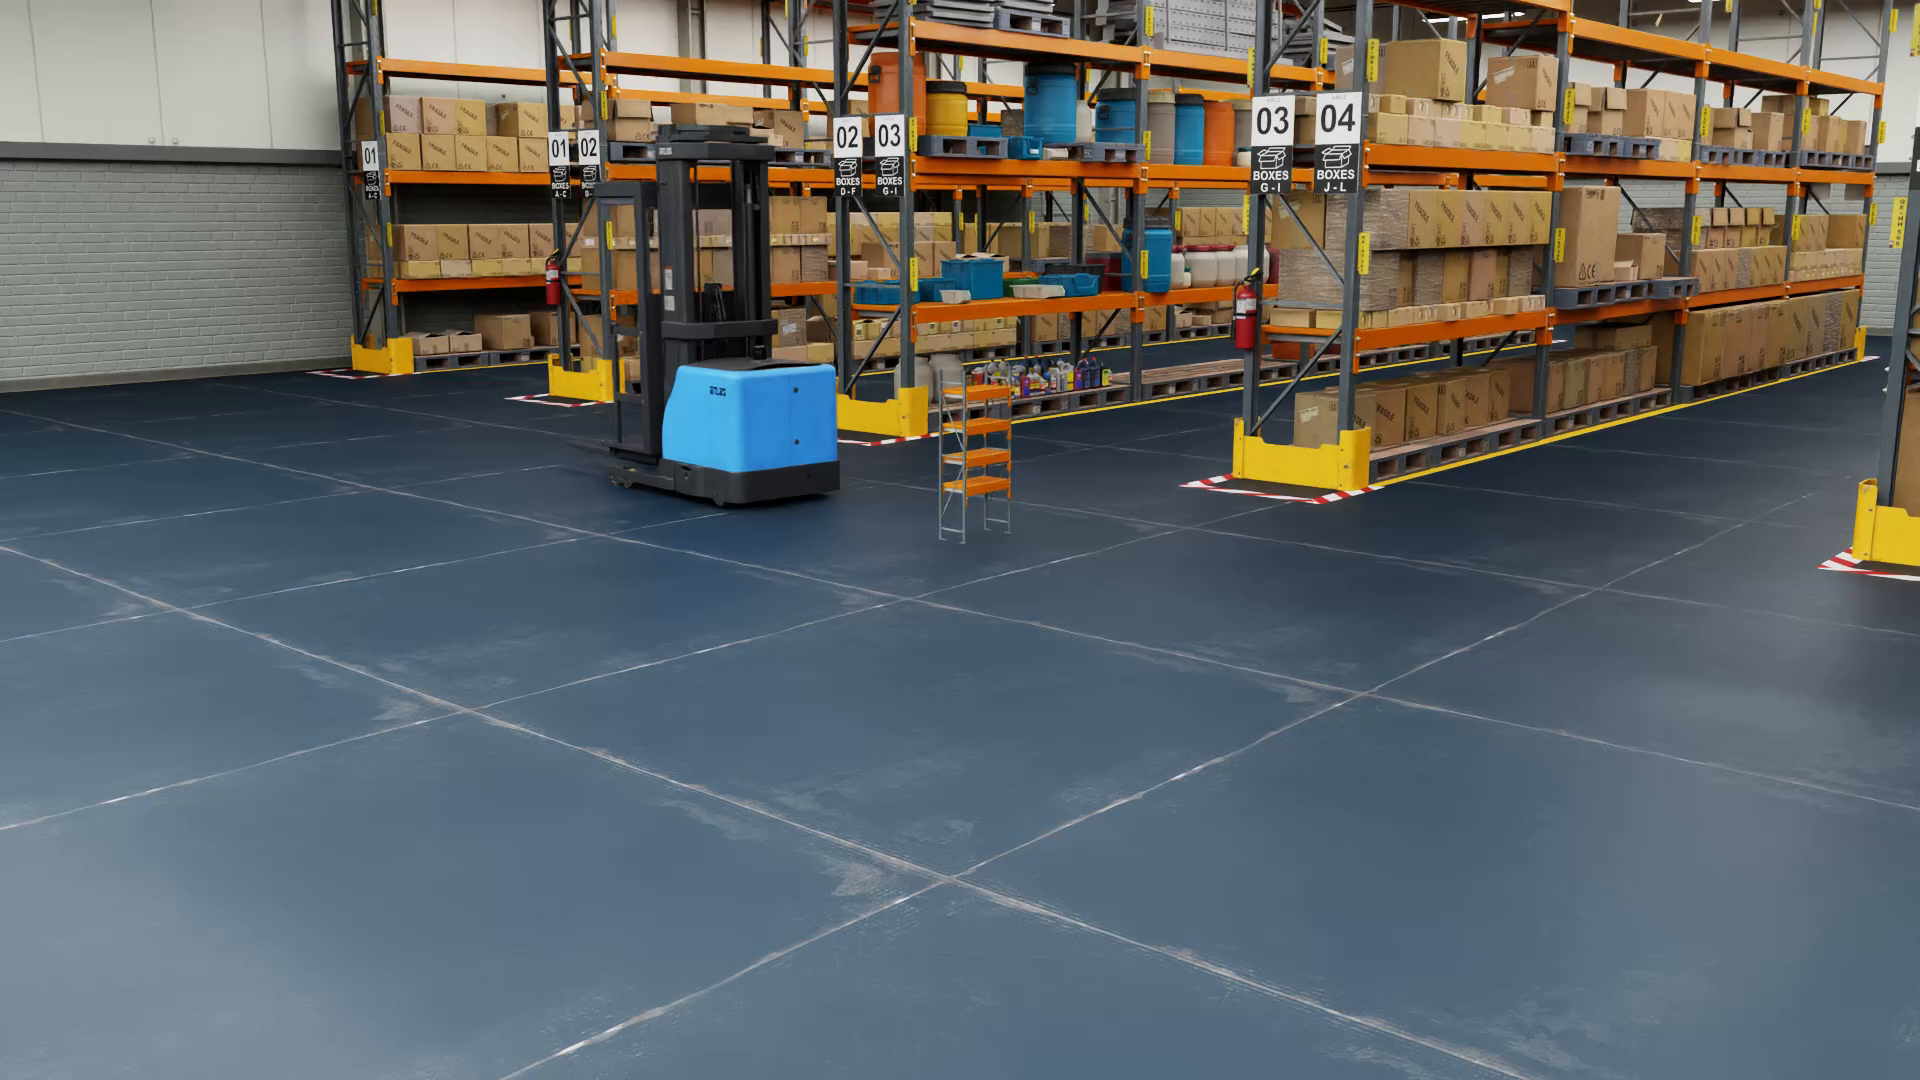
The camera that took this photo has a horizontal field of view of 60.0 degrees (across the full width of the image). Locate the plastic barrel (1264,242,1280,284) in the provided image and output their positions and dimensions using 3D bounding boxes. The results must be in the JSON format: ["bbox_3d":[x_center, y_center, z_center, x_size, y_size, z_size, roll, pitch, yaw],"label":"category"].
[{"bbox_3d":[4.329,-3.736,22.409,0.600,0.536,0.708,10,15,40],"label":"plastic barrel"}]

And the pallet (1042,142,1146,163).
[{"bbox_3d":[1.364,-4.448,19.144,1.213,0.211,1.003,10,15,40],"label":"pallet"}]

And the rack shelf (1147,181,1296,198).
[{"bbox_3d":[4.650,-6.418,30.366,1.077,0.370,4.000,10,15,40],"label":"rack shelf"}]

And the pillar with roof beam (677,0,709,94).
[{"bbox_3d":[-1.308,-7.363,25.602,9.100,9.000,0.400,10,15,40],"label":"pillar with roof beam"}]

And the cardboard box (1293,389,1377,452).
[{"bbox_3d":[3.272,-1.029,14.514,0.500,0.500,0.500,-9,14,-37],"label":"cardboard box"}]

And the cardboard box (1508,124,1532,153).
[{"bbox_3d":[5.030,-3.769,15.646,0.500,0.250,0.500,10,15,42],"label":"cardboard box"}]

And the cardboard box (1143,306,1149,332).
[{"bbox_3d":[2.887,-3.815,28.410,0.500,0.500,0.500,10,15,41],"label":"cardboard box"}]

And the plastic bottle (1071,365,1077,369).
[{"bbox_3d":[1.304,-1.923,19.513,0.152,0.276,0.135,10,15,40],"label":"plastic bottle"}]

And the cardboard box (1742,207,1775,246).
[{"bbox_3d":[10.353,-4.171,22.117,0.797,0.503,0.637,9,15,39],"label":"cardboard box"}]

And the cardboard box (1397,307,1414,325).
[{"bbox_3d":[3.720,-1.956,14.485,0.380,0.149,0.250,10,15,40],"label":"cardboard box"}]

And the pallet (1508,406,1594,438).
[{"bbox_3d":[6.000,-1.295,17.655,1.003,0.211,1.213,10,15,40],"label":"pallet"}]

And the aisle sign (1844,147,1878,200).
[{"bbox_3d":[13.682,-5.560,25.252,0.394,0.787,0.004,10,15,40],"label":"aisle sign"}]

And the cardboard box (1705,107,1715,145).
[{"bbox_3d":[8.980,-5.099,20.598,0.500,0.500,0.500,11,16,43],"label":"cardboard box"}]

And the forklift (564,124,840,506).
[{"bbox_3d":[-2.321,-1.928,13.879,1.130,2.935,3.031,-10,15,-41],"label":"forklift"}]

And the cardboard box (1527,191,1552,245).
[{"bbox_3d":[5.397,-3.131,16.161,0.500,0.500,0.500,10,15,40],"label":"cardboard box"}]

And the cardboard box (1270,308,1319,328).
[{"bbox_3d":[2.880,-1.905,14.230,0.380,0.149,0.250,10,15,40],"label":"cardboard box"}]

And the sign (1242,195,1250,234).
[{"bbox_3d":[2.444,-2.757,14.091,0.100,0.325,0.005,10,15,40],"label":"sign"}]

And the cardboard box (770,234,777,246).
[{"bbox_3d":[-2.643,-3.979,22.063,0.380,0.149,0.250,10,15,40],"label":"cardboard box"}]

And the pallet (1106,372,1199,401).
[{"bbox_3d":[2.256,-1.941,20.891,1.003,0.211,1.213,10,15,40],"label":"pallet"}]

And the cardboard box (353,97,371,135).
[{"bbox_3d":[-8.227,-5.998,23.564,0.500,0.500,0.500,11,15,43],"label":"cardboard box"}]

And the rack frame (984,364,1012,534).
[{"bbox_3d":[0.270,-0.649,11.895,0.240,1.200,0.015,10,15,40],"label":"rack frame"}]

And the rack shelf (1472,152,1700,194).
[{"bbox_3d":[6.808,-3.960,18.058,1.077,0.370,4.000,10,15,40],"label":"rack shelf"}]

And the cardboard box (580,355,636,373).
[{"bbox_3d":[-4.460,-2.215,21.091,0.500,0.250,0.500,10,15,40],"label":"cardboard box"}]

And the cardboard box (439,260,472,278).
[{"bbox_3d":[-7.422,-3.926,24.039,0.500,0.250,0.500,9,15,39],"label":"cardboard box"}]

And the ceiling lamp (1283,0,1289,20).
[{"bbox_3d":[5.915,-12.107,34.450,2.000,3.185,0.800,10,15,40],"label":"ceiling lamp"}]

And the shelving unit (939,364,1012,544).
[{"bbox_3d":[0.109,-0.613,11.716,0.258,1.200,0.503,10,15,40],"label":"shelving unit"}]

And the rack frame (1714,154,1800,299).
[{"bbox_3d":[10.769,-3.725,22.701,1.000,3.000,0.127,10,15,40],"label":"rack frame"}]

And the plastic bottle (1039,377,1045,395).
[{"bbox_3d":[0.915,-1.749,18.831,0.097,0.201,0.097,0,11,0],"label":"plastic bottle"}]

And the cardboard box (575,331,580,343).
[{"bbox_3d":[-6.005,-3.213,26.248,0.380,0.166,0.250,7,14,33],"label":"cardboard box"}]

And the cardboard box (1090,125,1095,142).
[{"bbox_3d":[2.063,-6.520,27.454,0.600,0.600,0.600,9,14,38],"label":"cardboard box"}]

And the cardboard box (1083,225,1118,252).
[{"bbox_3d":[2.210,-4.993,27.724,0.700,0.500,0.500,6,13,26],"label":"cardboard box"}]

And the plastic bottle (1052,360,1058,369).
[{"bbox_3d":[1.115,-2.017,19.962,0.061,0.283,0.133,10,15,40],"label":"plastic bottle"}]

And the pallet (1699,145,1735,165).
[{"bbox_3d":[8.513,-4.616,19.988,1.213,0.211,1.003,11,16,43],"label":"pallet"}]

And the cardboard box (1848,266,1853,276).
[{"bbox_3d":[13.084,-4.020,24.819,0.380,0.149,0.250,10,15,40],"label":"cardboard box"}]

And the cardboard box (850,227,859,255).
[{"bbox_3d":[-2.169,-5.376,29.905,0.500,0.500,0.500,10,15,42],"label":"cardboard box"}]

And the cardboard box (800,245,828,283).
[{"bbox_3d":[-2.239,-3.812,22.882,0.700,0.500,0.500,9,15,39],"label":"cardboard box"}]

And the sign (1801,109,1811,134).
[{"bbox_3d":[11.183,-5.535,21.981,0.100,0.325,0.005,10,15,40],"label":"sign"}]

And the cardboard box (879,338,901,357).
[{"bbox_3d":[-1.160,-2.789,23.964,0.500,0.250,0.500,10,15,42],"label":"cardboard box"}]

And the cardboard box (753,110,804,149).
[{"bbox_3d":[-2.482,-5.583,22.664,0.500,0.500,0.500,-11,15,-43],"label":"cardboard box"}]

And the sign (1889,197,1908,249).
[{"bbox_3d":[6.108,-2.059,10.801,0.100,0.325,0.005,10,15,40],"label":"sign"}]

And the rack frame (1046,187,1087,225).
[{"bbox_3d":[2.247,-6.234,35.267,1.000,3.000,0.127,10,15,40],"label":"rack frame"}]

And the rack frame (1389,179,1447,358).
[{"bbox_3d":[7.048,-4.365,25.907,1.000,3.000,0.127,10,15,40],"label":"rack frame"}]

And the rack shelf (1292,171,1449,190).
[{"bbox_3d":[5.728,-5.189,24.210,1.077,0.370,4.000,10,15,40],"label":"rack shelf"}]

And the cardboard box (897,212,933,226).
[{"bbox_3d":[-0.855,-6.043,31.326,0.500,0.250,0.500,10,15,42],"label":"cardboard box"}]

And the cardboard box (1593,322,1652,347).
[{"bbox_3d":[7.708,-2.391,19.370,0.500,0.250,0.500,11,15,43],"label":"cardboard box"}]

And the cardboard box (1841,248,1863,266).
[{"bbox_3d":[13.288,-4.280,25.104,0.500,0.250,0.500,9,15,39],"label":"cardboard box"}]

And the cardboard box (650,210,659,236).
[{"bbox_3d":[-3.896,-4.079,20.905,0.700,0.500,0.500,9,15,39],"label":"cardboard box"}]

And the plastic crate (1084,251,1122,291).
[{"bbox_3d":[1.857,-3.330,20.563,0.402,0.464,0.583,10,15,40],"label":"plastic crate"}]

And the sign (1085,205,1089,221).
[{"bbox_3d":[2.645,-6.846,34.768,0.100,0.325,0.005,10,15,40],"label":"sign"}]

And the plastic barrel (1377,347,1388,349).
[{"bbox_3d":[6.209,-3.360,25.160,0.600,0.901,0.708,10,15,40],"label":"plastic barrel"}]

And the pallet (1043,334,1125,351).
[{"bbox_3d":[2.016,-3.334,27.863,1.003,0.211,1.213,10,15,40],"label":"pallet"}]

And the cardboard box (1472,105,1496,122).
[{"bbox_3d":[4.624,-3.861,15.089,0.380,0.149,0.250,11,16,43],"label":"cardboard box"}]

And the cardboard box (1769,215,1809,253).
[{"bbox_3d":[11.277,-4.202,22.800,0.500,0.500,0.500,10,15,40],"label":"cardboard box"}]

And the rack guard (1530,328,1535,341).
[{"bbox_3d":[9.695,-3.733,29.124,1.175,0.500,0.348,10,15,40],"label":"rack guard"}]

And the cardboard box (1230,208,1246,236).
[{"bbox_3d":[4.872,-5.806,30.313,0.500,0.500,0.500,10,15,42],"label":"cardboard box"}]

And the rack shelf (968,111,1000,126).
[{"bbox_3d":[0.926,-8.333,33.315,1.077,0.370,4.000,10,15,40],"label":"rack shelf"}]
